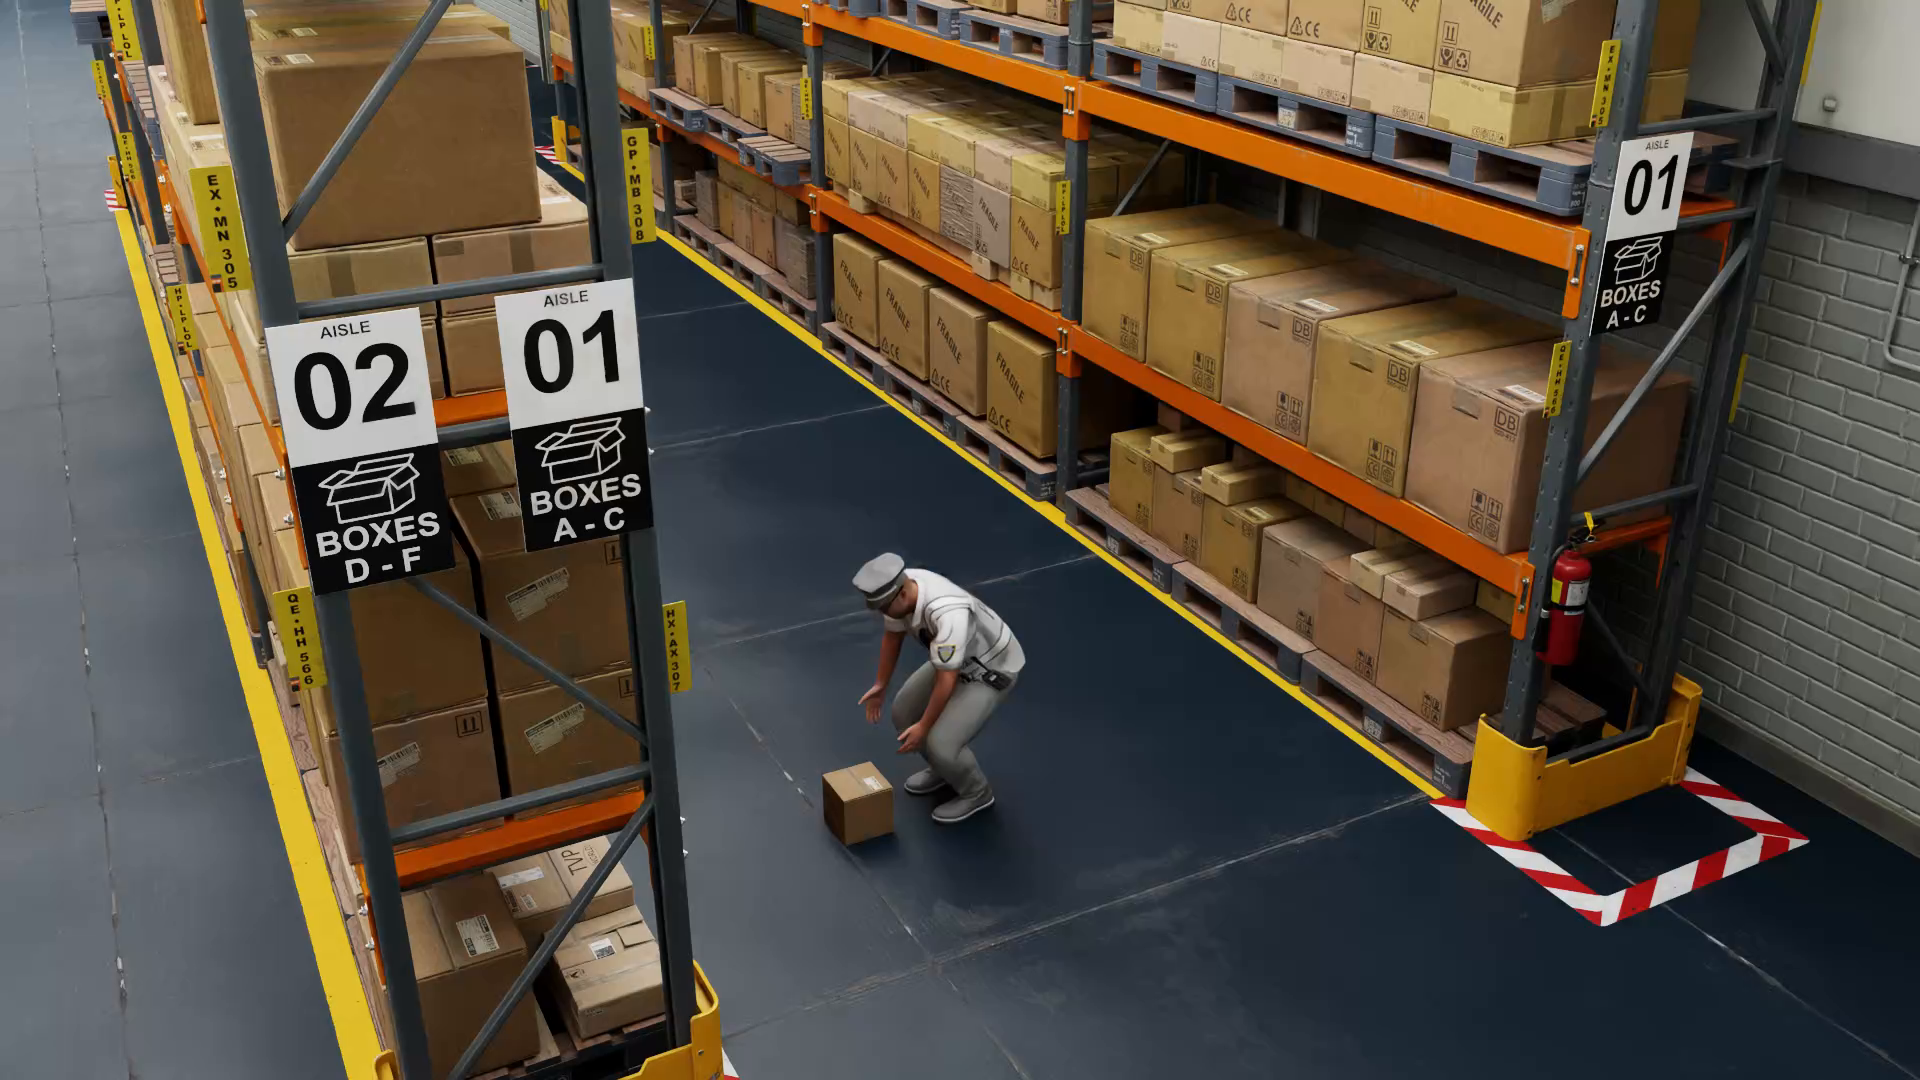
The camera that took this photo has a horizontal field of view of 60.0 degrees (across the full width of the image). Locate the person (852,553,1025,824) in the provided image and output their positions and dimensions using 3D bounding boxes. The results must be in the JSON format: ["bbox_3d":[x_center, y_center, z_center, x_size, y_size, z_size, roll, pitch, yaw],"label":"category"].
[{"bbox_3d":[-0.094,0.652,7.668,0.825,1.381,0.590,-13,28,-25],"label":"person"}]
